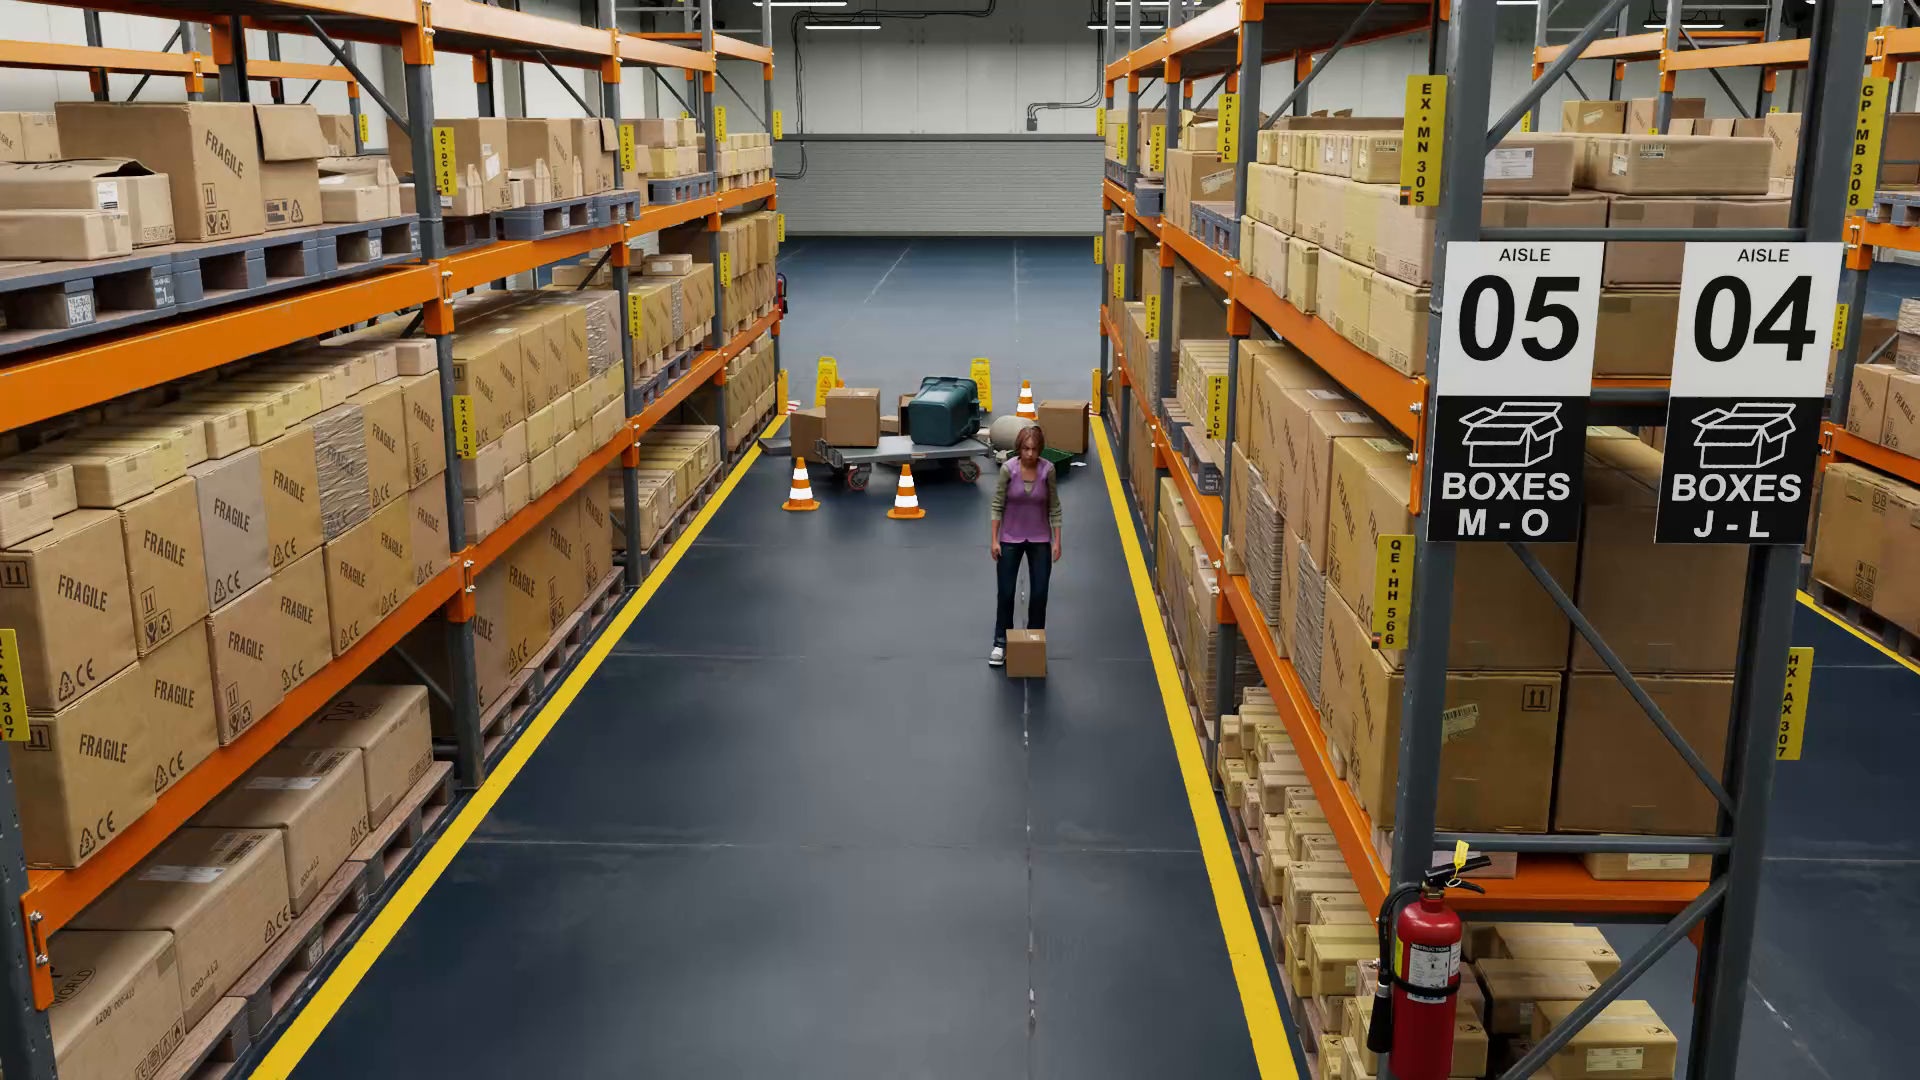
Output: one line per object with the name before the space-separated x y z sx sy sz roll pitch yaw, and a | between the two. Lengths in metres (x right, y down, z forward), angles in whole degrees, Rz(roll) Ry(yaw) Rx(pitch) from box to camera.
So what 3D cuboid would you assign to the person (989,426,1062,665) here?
person | 0.430 0.033 10.893 0.478 1.593 0.368 0 14 0
